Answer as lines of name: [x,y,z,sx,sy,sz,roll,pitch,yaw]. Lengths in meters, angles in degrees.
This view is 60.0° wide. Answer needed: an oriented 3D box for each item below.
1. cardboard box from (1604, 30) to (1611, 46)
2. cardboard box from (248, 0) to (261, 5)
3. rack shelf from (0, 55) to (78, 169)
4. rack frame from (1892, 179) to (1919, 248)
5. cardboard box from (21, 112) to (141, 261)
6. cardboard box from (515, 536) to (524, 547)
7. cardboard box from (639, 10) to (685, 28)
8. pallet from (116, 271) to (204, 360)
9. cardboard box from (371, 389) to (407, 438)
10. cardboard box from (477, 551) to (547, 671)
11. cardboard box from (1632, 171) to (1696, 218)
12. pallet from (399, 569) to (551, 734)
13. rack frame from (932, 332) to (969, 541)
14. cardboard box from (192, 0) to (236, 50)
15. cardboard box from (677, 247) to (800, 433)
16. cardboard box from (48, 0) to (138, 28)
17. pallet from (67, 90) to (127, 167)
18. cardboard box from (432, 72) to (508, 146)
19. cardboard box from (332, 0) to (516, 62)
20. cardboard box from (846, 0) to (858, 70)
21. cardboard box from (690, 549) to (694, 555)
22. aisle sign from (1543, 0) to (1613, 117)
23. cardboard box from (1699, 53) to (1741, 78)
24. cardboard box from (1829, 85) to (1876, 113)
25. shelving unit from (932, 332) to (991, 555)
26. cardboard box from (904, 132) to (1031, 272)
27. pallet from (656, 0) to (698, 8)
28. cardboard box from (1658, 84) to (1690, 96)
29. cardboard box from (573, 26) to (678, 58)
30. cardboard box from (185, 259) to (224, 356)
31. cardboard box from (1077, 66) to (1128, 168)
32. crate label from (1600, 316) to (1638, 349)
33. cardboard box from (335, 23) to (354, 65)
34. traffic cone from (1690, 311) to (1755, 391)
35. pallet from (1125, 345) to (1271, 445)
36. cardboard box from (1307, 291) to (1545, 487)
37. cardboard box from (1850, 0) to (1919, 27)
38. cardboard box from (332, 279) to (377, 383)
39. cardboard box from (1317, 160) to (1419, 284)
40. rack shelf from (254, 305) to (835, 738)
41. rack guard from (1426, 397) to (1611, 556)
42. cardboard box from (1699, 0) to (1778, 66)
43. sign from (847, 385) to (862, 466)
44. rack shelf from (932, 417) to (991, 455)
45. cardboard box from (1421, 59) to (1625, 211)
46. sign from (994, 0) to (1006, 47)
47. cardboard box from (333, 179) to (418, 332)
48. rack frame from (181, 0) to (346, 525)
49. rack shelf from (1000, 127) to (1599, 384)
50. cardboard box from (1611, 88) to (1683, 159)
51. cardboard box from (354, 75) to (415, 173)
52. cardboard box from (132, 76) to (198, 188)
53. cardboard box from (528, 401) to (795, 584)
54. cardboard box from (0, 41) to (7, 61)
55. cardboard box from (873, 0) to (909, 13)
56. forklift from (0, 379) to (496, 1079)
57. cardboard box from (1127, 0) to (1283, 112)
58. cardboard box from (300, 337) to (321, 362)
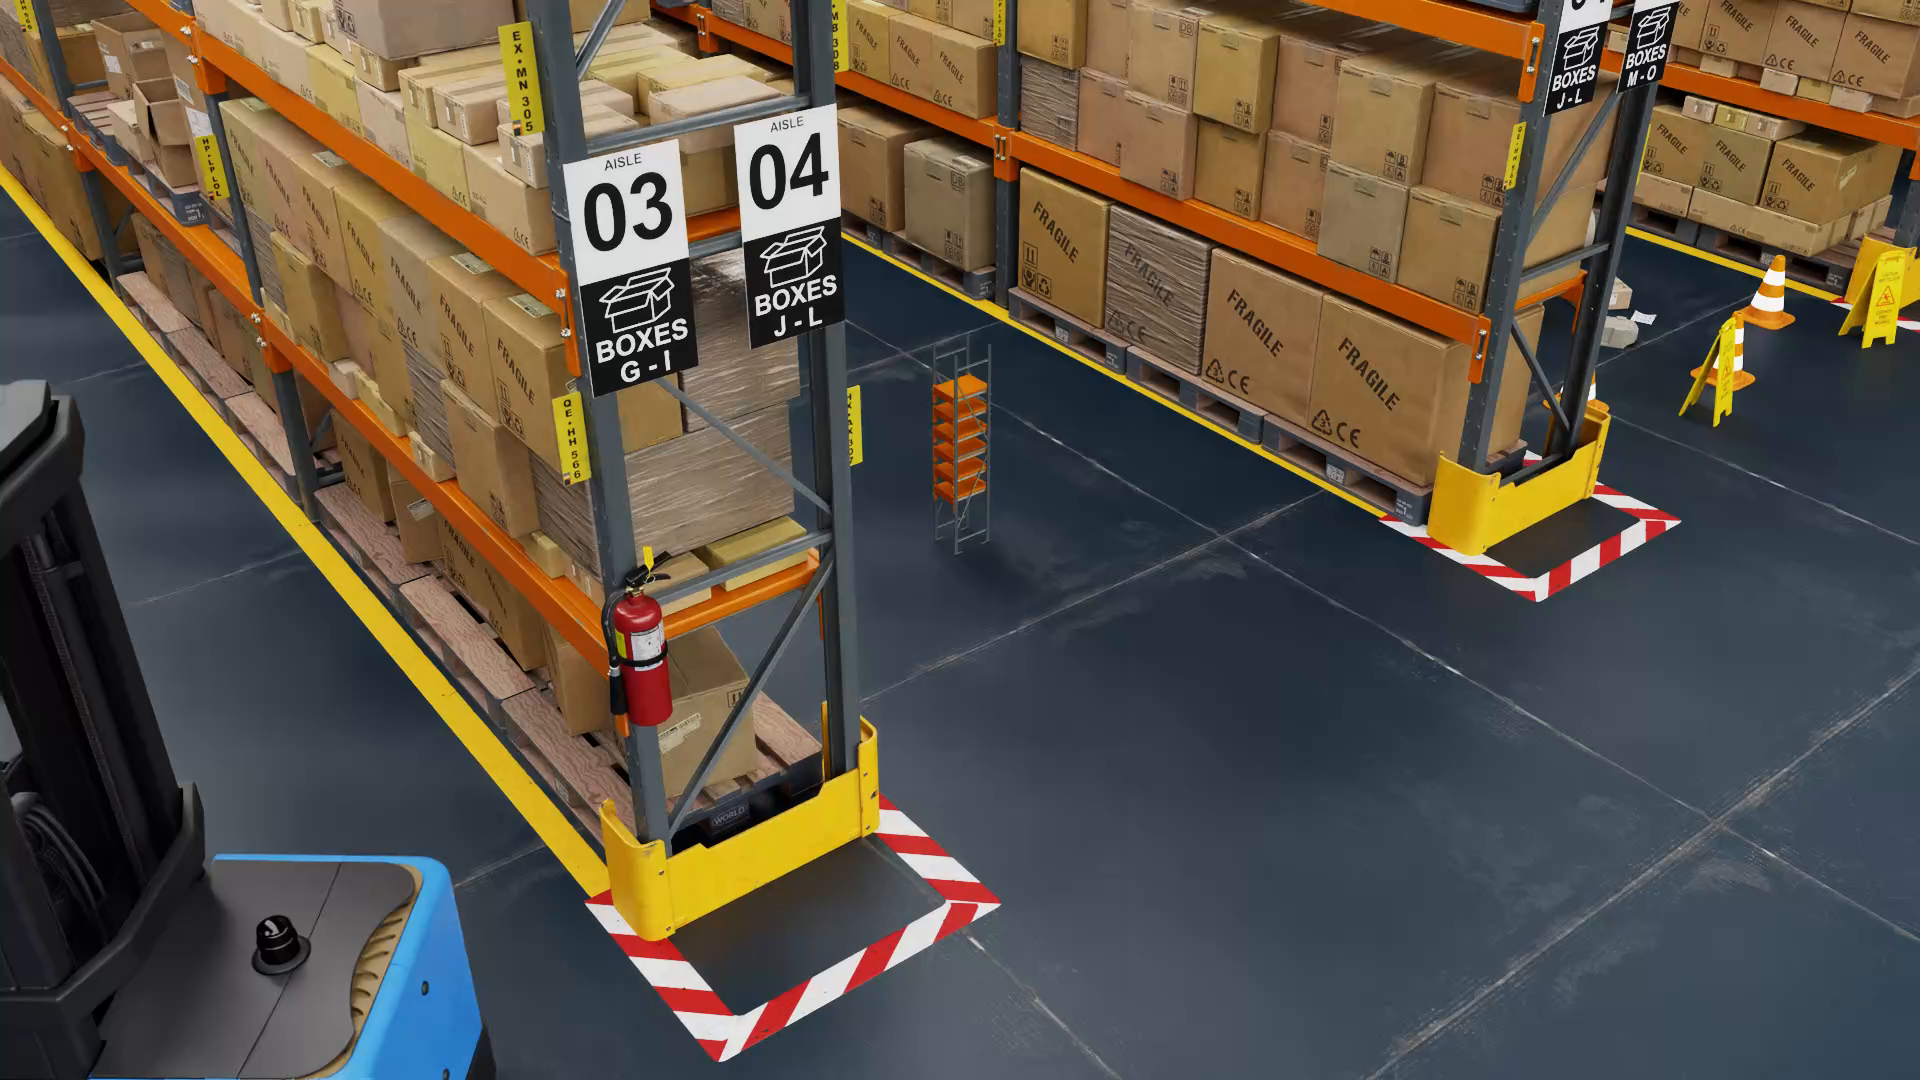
cardboard box: [5.166,-4.008,13.098,0.380,0.149,0.250,-22,38,-32]
cardboard box: [-2.974,-2.483,7.327,0.380,0.149,0.250,-22,38,-31]
rack shelf: [-6.976,-3.743,13.115,1.077,0.370,4.000,-22,38,-31]
rack frame: [6.984,-3.087,11.377,1.000,3.000,0.127,-22,38,-31]
cardboard box: [-6.156,-2.785,12.507,1.225,0.875,0.875,-24,39,-33]
cardboard box: [-1.670,-0.127,6.850,0.380,0.149,0.250,-22,38,-31]
cardboard box: [-2.714,-4.620,15.106,0.500,0.250,0.500,-22,38,-31]
pallet: [-5.271,-1.704,11.794,1.003,0.211,1.213,-22,38,-31]
cardboard box: [-2.472,-0.633,7.665,0.380,0.149,0.250,-22,38,-31]
cardboard box: [-1.976,0.232,8.005,0.500,0.500,0.500,-19,36,-27]
cardboard box: [5.639,-2.782,13.094,0.500,0.250,0.500,-24,39,-33]
pallet: [-2.105,0.414,8.383,1.003,0.211,1.213,-22,38,-31]
rack frame: [-0.047,-0.542,8.985,0.240,1.200,0.006,-22,38,-31]
cardboard box: [-3.223,-2.488,7.712,0.500,0.250,0.500,-24,39,-33]
cardboard box: [-0.966,-0.792,6.358,0.500,0.500,0.500,-22,38,-31]
cardboard box: [-6.185,-3.994,11.791,0.797,0.503,0.637,-21,37,-30]
pallet: [-5.228,-2.871,11.211,1.213,0.211,1.003,-22,38,-31]
cardboard box: [-1.582,-1.500,5.744,0.380,0.149,0.250,-24,39,-33]
cardboard box: [-1.994,-2.100,6.095,0.500,0.500,0.500,-22,38,-31]
cardboard box: [-0.781,-3.916,12.617,0.500,0.500,0.500,-23,38,-32]
cardboard box: [-0.968,-0.080,6.775,0.380,0.149,0.250,-22,38,-31]
aisle sign: [2.943,-2.421,7.841,0.394,0.787,0.004,-22,38,-31]
cardboard box: [5.746,-3.577,12.405,0.380,0.149,0.250,-23,38,-32]
cardboard box: [6.343,-3.137,11.695,0.380,0.149,0.250,-23,38,-32]
shelving unit: [0.009,-0.504,8.924,0.258,1.200,0.189,-22,38,-31]
cardboard box: [0.232,-2.563,12.268,1.050,0.750,0.750,-22,38,-32]
pallet: [-2.291,-4.959,14.573,1.213,0.211,1.003,-22,38,-31]
cardboard box: [5.733,-3.500,13.539,0.500,0.500,0.500,-20,37,-29]
cardboard box: [-1.275,-1.792,6.213,0.380,0.149,0.250,-21,37,-30]
cardboard box: [-4.620,-1.606,10.945,0.700,0.500,0.500,-19,37,-28]
cardboard box: [1.274,-2.802,10.777,0.875,0.550,0.550,-22,38,-31]
crate label: [4.502,-1.440,11.438,0.298,0.136,0.250,12,34,19]
cardboard box: [-2.184,-1.949,6.467,0.380,0.149,0.250,-24,39,-34]
traffic cone: [5.033,-1.270,10.857,0.336,0.463,0.334,-22,38,-31]
pallet: [1.840,-1.075,10.781,1.003,0.211,1.213,-22,38,-31]
cardboard box: [2.668,-0.981,9.601,0.875,0.875,0.875,-22,38,-31]
cardboard box: [6.499,-3.823,11.238,0.700,0.500,0.500,-23,39,-33]
cardboard box: [-2.405,-1.114,7.823,0.875,0.500,0.500,-22,38,-31]
cardboard box: [2.518,-1.869,9.275,0.875,0.550,0.550,-22,38,-31]
rack shelf: [-2.070,-0.409,7.747,1.077,0.370,4.000,-22,38,-31]
rack guard: [3.151,-0.372,9.374,1.175,0.500,0.348,-22,38,-31]
cardboard box: [5.826,-3.813,12.169,0.500,0.500,0.500,-22,38,-32]
sign: [-0.415,-0.424,6.269,0.100,0.325,0.005,-22,38,-31]
rack shelf: [0.009,-0.568,8.884,0.258,0.103,0.180,-22,38,-31]
cardboard box: [2.939,-2.133,8.676,0.875,0.550,0.550,-22,38,-31]
sign: [0.261,-3.389,10.841,0.100,0.325,0.005,-22,38,-31]
cardboard box: [-2.292,-1.250,7.096,0.500,0.500,0.500,-22,38,-31]
rack frame: [-3.297,-1.548,8.899,1.000,3.000,0.127,-22,38,-31]
rack shelf: [1.910,-1.971,10.263,1.077,0.370,4.000,-22,38,-31]
cardboard box: [5.334,-3.314,13.240,0.500,0.500,0.500,-20,37,-29]
cardboard box: [-1.956,-1.634,6.336,0.500,0.250,0.500,-21,38,-30]
cardboard box: [-4.433,-2.463,9.876,0.797,0.503,0.637,-18,36,-27]
cardboard box: [-1.159,-0.288,6.494,0.875,0.500,0.500,-22,38,-31]
cardboard box: [-7.181,-4.020,12.785,0.500,0.500,0.500,-21,38,-31]
cardboard box: [-0.252,-4.207,12.139,0.700,0.500,0.500,-22,38,-31]
forklift: [-3.198,0.957,4.931,3.031,2.935,1.130,1,32,1]
cardboard box: [1.534,-3.007,10.083,0.875,0.550,0.550,-22,38,-31]
cardboard box: [-3.084,-1.051,8.337,0.380,0.149,0.250,-22,38,-31]
